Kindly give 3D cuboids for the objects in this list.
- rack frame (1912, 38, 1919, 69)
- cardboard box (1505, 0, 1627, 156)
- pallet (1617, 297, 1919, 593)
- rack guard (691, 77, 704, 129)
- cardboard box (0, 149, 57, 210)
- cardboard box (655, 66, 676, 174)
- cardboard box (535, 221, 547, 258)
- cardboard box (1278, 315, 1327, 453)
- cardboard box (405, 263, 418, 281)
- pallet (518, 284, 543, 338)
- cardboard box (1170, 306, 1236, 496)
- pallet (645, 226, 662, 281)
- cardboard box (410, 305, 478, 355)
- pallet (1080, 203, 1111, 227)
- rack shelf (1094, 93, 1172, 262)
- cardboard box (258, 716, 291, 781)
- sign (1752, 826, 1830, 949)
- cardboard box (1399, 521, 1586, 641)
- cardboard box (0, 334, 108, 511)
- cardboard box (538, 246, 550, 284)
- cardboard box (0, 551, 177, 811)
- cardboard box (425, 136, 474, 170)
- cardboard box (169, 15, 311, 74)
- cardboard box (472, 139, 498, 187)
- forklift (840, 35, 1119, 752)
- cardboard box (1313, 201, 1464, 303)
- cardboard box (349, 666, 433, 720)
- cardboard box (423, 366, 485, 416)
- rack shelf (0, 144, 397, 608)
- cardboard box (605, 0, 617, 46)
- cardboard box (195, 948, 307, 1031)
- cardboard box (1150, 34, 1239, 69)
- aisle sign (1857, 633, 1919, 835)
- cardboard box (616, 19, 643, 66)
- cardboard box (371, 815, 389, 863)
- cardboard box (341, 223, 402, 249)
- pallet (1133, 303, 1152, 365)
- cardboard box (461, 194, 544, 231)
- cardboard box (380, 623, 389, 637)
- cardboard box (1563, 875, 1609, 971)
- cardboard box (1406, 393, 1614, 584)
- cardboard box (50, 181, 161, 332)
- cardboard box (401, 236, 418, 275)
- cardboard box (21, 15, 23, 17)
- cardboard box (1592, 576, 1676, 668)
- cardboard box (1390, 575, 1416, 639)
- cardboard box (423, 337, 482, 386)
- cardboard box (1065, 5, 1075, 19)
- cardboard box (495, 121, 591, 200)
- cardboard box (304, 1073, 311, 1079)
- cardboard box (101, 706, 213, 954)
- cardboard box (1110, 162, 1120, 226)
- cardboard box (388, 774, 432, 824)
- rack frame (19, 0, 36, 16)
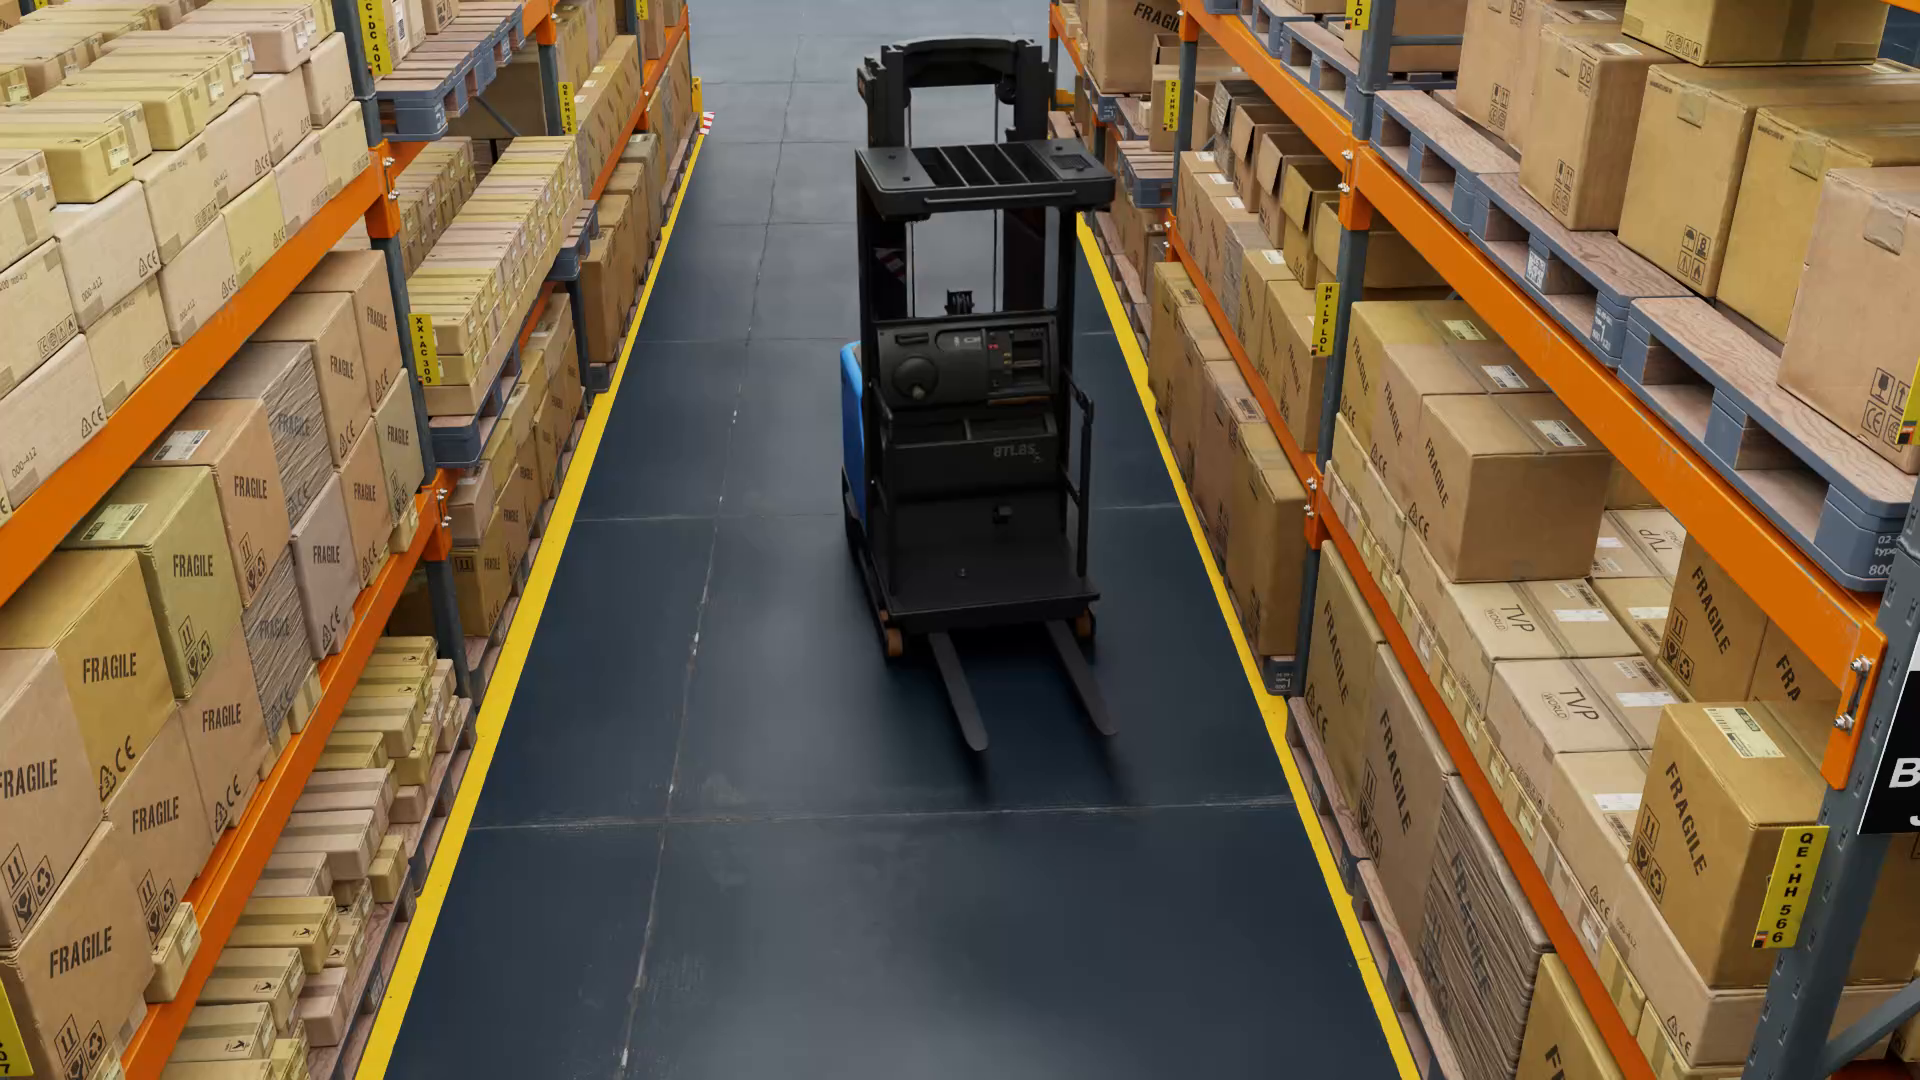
[{"bbox_3d":[11.383,-6.268,18.523,1.000,3.000,0.127,-1,28,-3],"label":"rack frame"},{"bbox_3d":[2.241,-1.485,5.439,0.700,0.500,0.500,0,28,0],"label":"cardboard box"},{"bbox_3d":[2.276,-0.274,3.884,1.003,0.211,1.213,-1,28,-3],"label":"pallet"},{"bbox_3d":[-3.470,-4.860,18.527,1.175,0.500,0.348,-1,28,-3],"label":"rack guard"},{"bbox_3d":[-2.490,-0.859,4.100,0.380,0.149,0.250,-1,28,-1],"label":"cardboard box"},{"bbox_3d":[-3.273,-4.062,16.138,0.875,0.875,0.875,-1,28,-2],"label":"cardboard box"},{"bbox_3d":[-2.501,-1.656,9.178,0.380,0.149,0.250,-1,28,-1],"label":"cardboard box"},{"bbox_3d":[1.820,-0.742,7.821,0.500,0.500,0.500,-1,28,-2],"label":"cardboard box"},{"bbox_3d":[-3.145,-1.393,8.995,0.380,0.149,0.250,-2,28,-4],"label":"cardboard box"},{"bbox_3d":[-2.906,-1.264,9.138,1.003,0.211,1.213,-1,28,-3],"label":"pallet"},{"bbox_3d":[1.962,-0.849,9.977,1.225,0.875,0.875,-1,28,-2],"label":"cardboard box"},{"bbox_3d":[-3.144,-2.519,14.351,1.003,0.211,1.213,-1,28,-3],"label":"pallet"},{"bbox_3d":[-2.403,-0.947,7.496,0.380,0.149,0.250,0,28,0],"label":"cardboard box"},{"bbox_3d":[1.629,-3.256,15.764,1.003,0.211,1.213,-1,28,-3],"label":"pallet"},{"bbox_3d":[1.803,-2.940,12.922,1.077,0.370,4.000,-1,28,-3],"label":"rack shelf"},{"bbox_3d":[-2.455,0.667,5.500,0.380,0.149,0.250,0,28,-1],"label":"cardboard box"},{"bbox_3d":[1.783,0.747,3.566,0.100,0.325,0.005,-1,28,-3],"label":"sign"},{"bbox_3d":[1.933,0.138,6.082,0.500,0.250,0.500,-1,28,-1],"label":"cardboard box"},{"bbox_3d":[-2.424,-0.288,3.978,0.500,0.250,0.500,-1,28,-1],"label":"cardboard box"},{"bbox_3d":[-2.504,-1.528,9.254,0.380,0.149,0.250,-1,28,-1],"label":"cardboard box"},{"bbox_3d":[-2.424,0.366,4.294,0.500,0.500,0.500,-1,28,-1],"label":"cardboard box"},{"bbox_3d":[-3.220,-2.381,10.246,0.380,0.149,0.250,-1,28,-3],"label":"cardboard box"},{"bbox_3d":[-2.474,-1.706,5.724,0.380,0.149,0.250,-1,28,-3],"label":"cardboard box"},{"bbox_3d":[-3.342,-2.508,11.208,0.500,0.500,0.500,-1,28,-3],"label":"cardboard box"},{"bbox_3d":[0.090,-0.874,8.255,1.130,2.935,3.031,-5,28,-10],"label":"forklift"},{"bbox_3d":[2.075,-1.272,7.753,0.797,0.503,0.637,-2,28,-4],"label":"cardboard box"},{"bbox_3d":[-2.510,0.674,7.200,0.380,0.149,0.250,-1,28,-2],"label":"cardboard box"},{"bbox_3d":[-2.403,-0.683,7.634,0.380,0.149,0.250,-3,28,-5],"label":"cardboard box"},{"bbox_3d":[-2.737,-0.503,5.004,1.077,0.370,4.000,-1,28,-3],"label":"rack shelf"},{"bbox_3d":[-3.228,-4.368,13.692,0.700,0.500,0.500,-2,28,-4],"label":"cardboard box"},{"bbox_3d":[-2.441,1.511,5.594,0.380,0.149,0.250,0,28,-1],"label":"cardboard box"},{"bbox_3d":[1.882,-3.617,12.875,0.797,0.503,0.637,1,28,3],"label":"cardboard box"},{"bbox_3d":[2.030,0.247,3.222,0.394,0.787,0.004,-1,28,-3],"label":"aisle sign"},{"bbox_3d":[-3.291,-4.346,14.678,0.875,0.550,0.550,-1,28,-3],"label":"cardboard box"},{"bbox_3d":[-2.502,1.152,6.605,0.380,0.149,0.250,-1,28,-1],"label":"cardboard box"},{"bbox_3d":[-3.125,-1.536,8.626,0.380,0.149,0.250,-3,28,-5],"label":"cardboard box"},{"bbox_3d":[1.869,-1.460,12.321,1.003,0.211,1.213,-1,28,-3],"label":"pallet"},{"bbox_3d":[-2.502,-1.789,9.110,0.380,0.149,0.250,0,28,0],"label":"cardboard box"},{"bbox_3d":[-3.132,0.171,8.427,0.500,0.500,0.500,-2,28,-4],"label":"cardboard box"},{"bbox_3d":[1.951,1.077,4.713,0.380,0.149,0.250,-1,28,-3],"label":"cardboard box"},{"bbox_3d":[1.936,-0.191,5.902,0.500,0.500,0.500,-2,28,-4],"label":"cardboard box"},{"bbox_3d":[-2.439,-0.737,4.297,0.500,0.250,0.500,-1,28,-2],"label":"cardboard box"},{"bbox_3d":[-3.139,-1.522,8.920,0.380,0.149,0.250,0,28,-1],"label":"cardboard box"},{"bbox_3d":[-7.942,-4.330,14.378,0.500,0.500,0.500,-1,28,-3],"label":"cardboard box"},{"bbox_3d":[2.481,0.352,5.671,0.500,0.250,0.500,-2,28,-4],"label":"cardboard box"},{"bbox_3d":[1.857,0.250,6.298,0.380,0.149,0.250,-2,28,-3],"label":"cardboard box"},{"bbox_3d":[-2.403,-0.815,7.565,0.380,0.149,0.250,-1,28,-2],"label":"cardboard box"},{"bbox_3d":[1.293,-5.435,17.198,0.380,0.149,0.250,-1,28,-3],"label":"cardboard box"},{"bbox_3d":[-2.804,-2.521,11.231,0.500,0.500,0.500,-1,28,-2],"label":"cardboard box"},{"bbox_3d":[-2.360,1.906,5.481,0.380,0.149,0.250,-1,28,-2],"label":"cardboard box"},{"bbox_3d":[-2.434,0.795,4.552,0.500,0.500,0.500,-1,28,-3],"label":"cardboard box"},{"bbox_3d":[1.710,-2.986,14.458,0.700,0.500,0.500,-3,28,-7],"label":"cardboard box"},{"bbox_3d":[-2.473,1.078,7.068,0.380,0.149,0.250,-2,28,-4],"label":"cardboard box"},{"bbox_3d":[-8.197,-3.944,14.067,1.000,3.000,0.127,-1,28,-3],"label":"rack frame"}]
